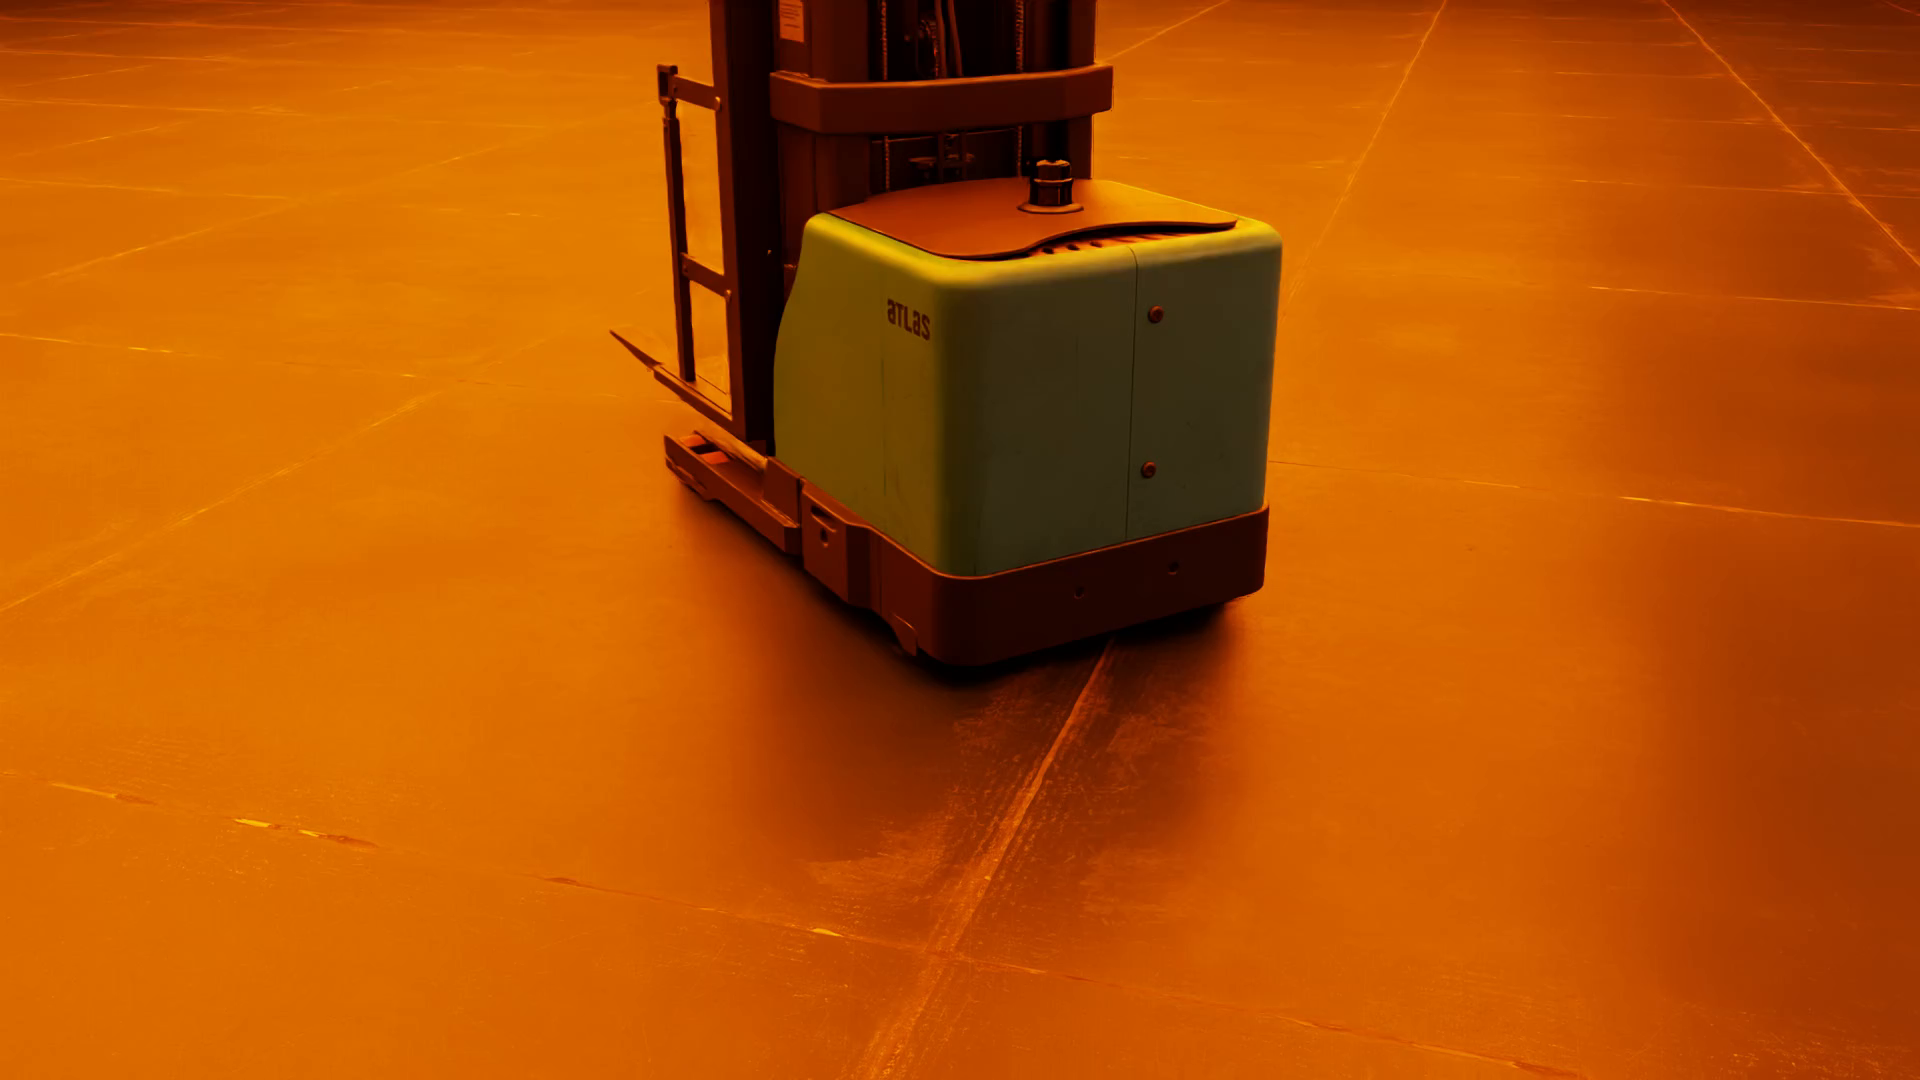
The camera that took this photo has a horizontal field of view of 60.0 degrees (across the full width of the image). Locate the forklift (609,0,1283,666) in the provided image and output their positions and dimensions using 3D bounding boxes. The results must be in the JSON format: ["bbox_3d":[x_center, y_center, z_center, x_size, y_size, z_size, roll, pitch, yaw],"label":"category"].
[{"bbox_3d":[-0.332,-1.556,5.050,1.130,2.935,3.031,-13,26,-28],"label":"forklift"}]
